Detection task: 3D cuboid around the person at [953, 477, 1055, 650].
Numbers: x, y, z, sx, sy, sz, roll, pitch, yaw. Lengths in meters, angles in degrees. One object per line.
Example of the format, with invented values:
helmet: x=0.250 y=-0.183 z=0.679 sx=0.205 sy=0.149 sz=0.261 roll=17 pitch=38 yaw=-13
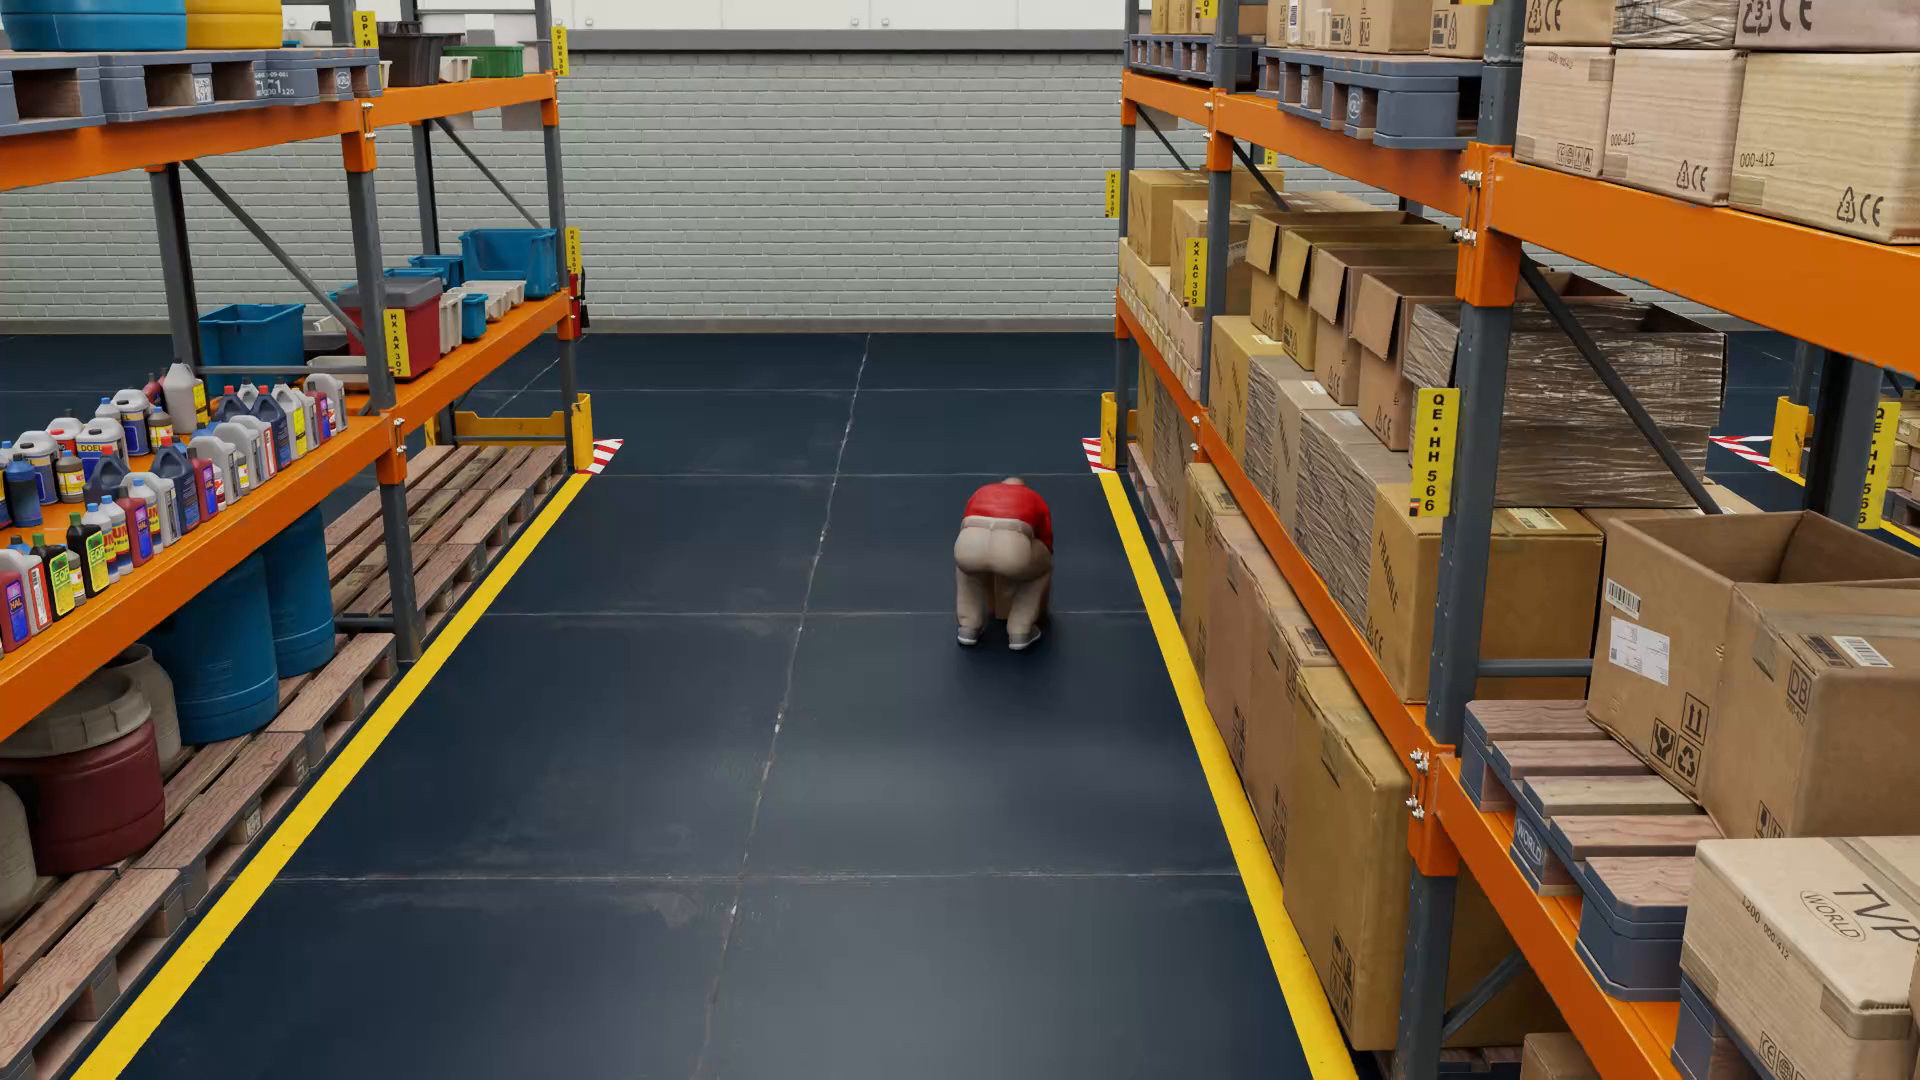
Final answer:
person: x=0.235 y=0.117 z=8.844 sx=0.534 sy=0.804 sz=0.950 roll=4 pitch=17 yaw=13
